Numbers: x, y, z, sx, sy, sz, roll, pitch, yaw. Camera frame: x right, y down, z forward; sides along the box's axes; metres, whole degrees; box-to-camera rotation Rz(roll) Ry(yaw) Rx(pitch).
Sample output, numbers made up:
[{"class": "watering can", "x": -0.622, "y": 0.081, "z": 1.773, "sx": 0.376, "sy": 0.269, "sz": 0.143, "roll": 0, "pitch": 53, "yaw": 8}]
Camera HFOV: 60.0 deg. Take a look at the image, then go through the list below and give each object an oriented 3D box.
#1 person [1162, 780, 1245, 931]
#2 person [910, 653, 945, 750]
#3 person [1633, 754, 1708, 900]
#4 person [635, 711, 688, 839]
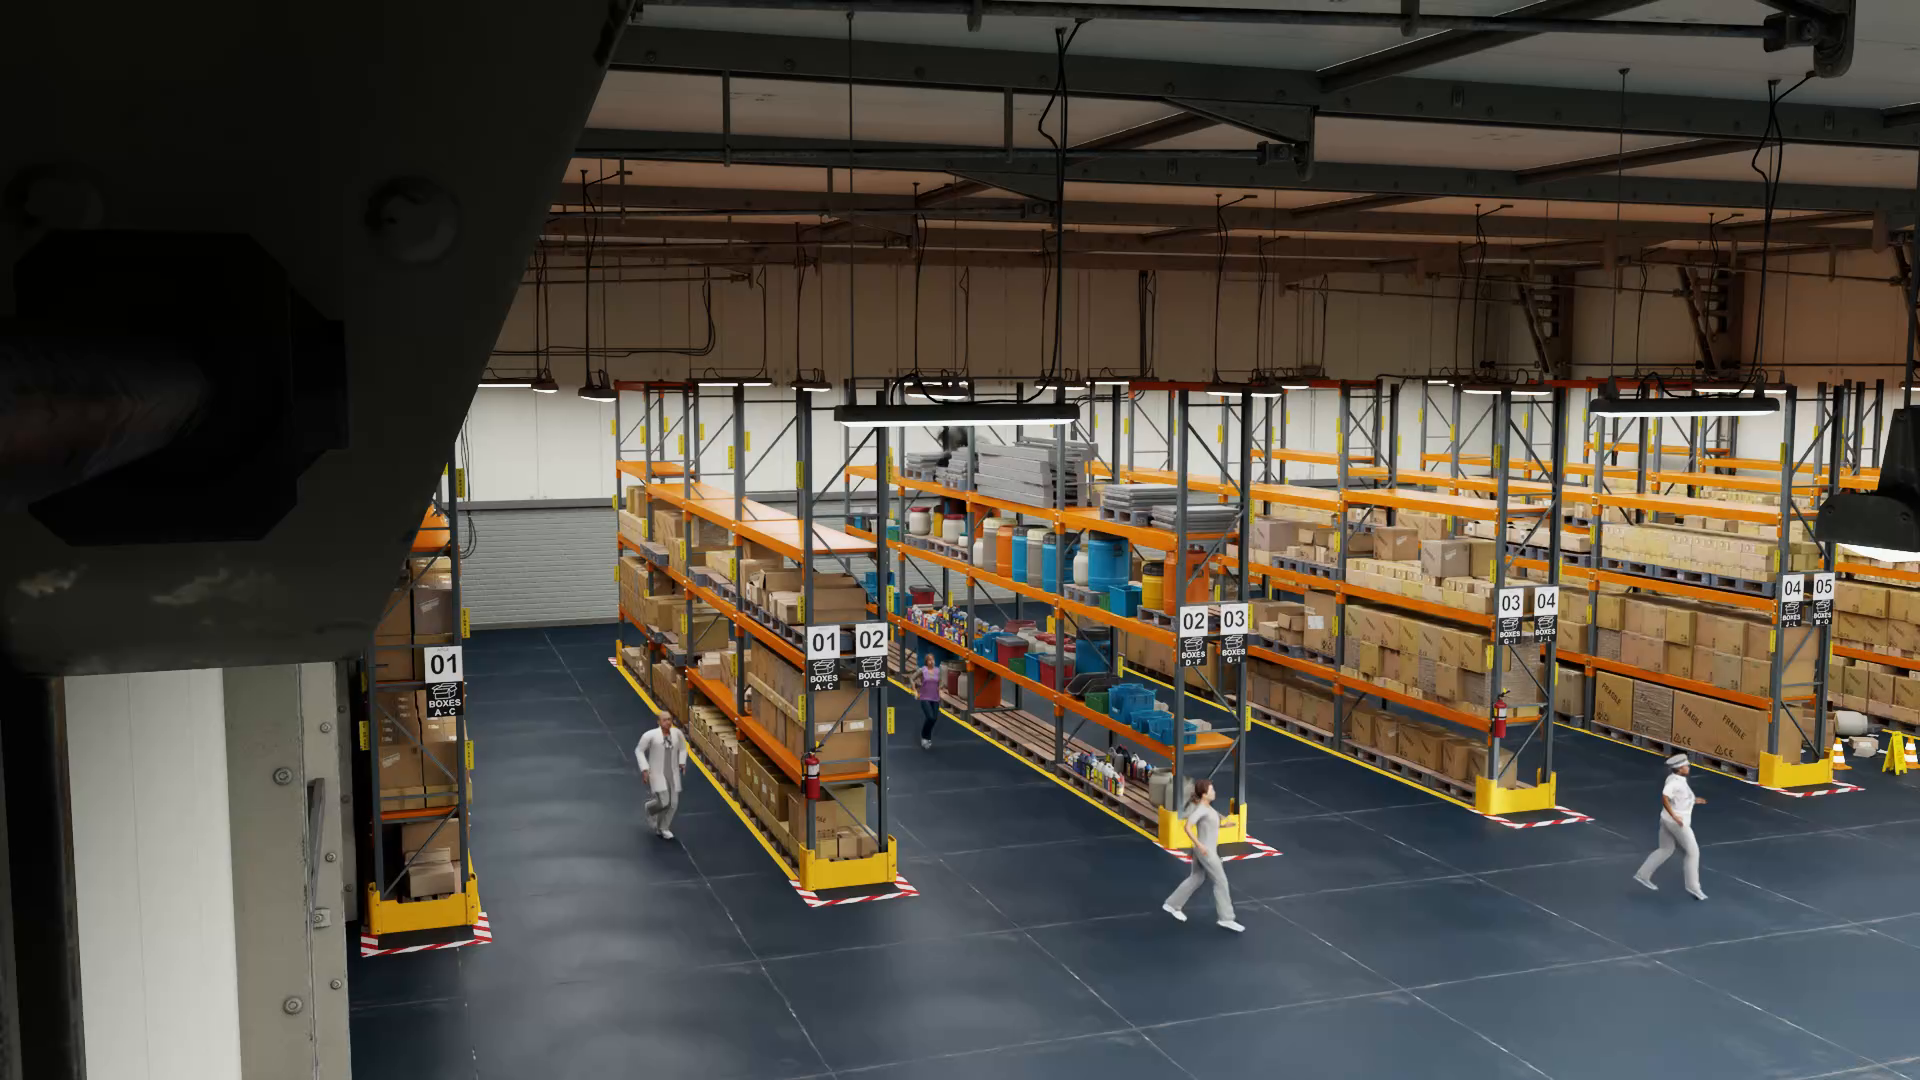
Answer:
[{"class": "person", "x": 2.734, "y": 3.525, "z": 18.608, "sx": 0.919, "sy": 1.661, "sz": 0.553, "roll": 1, "pitch": 6, "yaw": 6}, {"class": "person", "x": -0.503, "y": 2.647, "z": 27.325, "sx": 0.508, "sy": 1.587, "sz": 0.657, "roll": -3, "pitch": 7, "yaw": -25}, {"class": "person", "x": 8.499, "y": 3.401, "z": 19.787, "sx": 0.795, "sy": 1.751, "sz": 0.565, "roll": 1, "pitch": 6, "yaw": 5}, {"class": "person", "x": -3.948, "y": 3.131, "z": 22.203, "sx": 0.696, "sy": 1.726, "sz": 0.671, "roll": -4, "pitch": 7, "yaw": -33}]
